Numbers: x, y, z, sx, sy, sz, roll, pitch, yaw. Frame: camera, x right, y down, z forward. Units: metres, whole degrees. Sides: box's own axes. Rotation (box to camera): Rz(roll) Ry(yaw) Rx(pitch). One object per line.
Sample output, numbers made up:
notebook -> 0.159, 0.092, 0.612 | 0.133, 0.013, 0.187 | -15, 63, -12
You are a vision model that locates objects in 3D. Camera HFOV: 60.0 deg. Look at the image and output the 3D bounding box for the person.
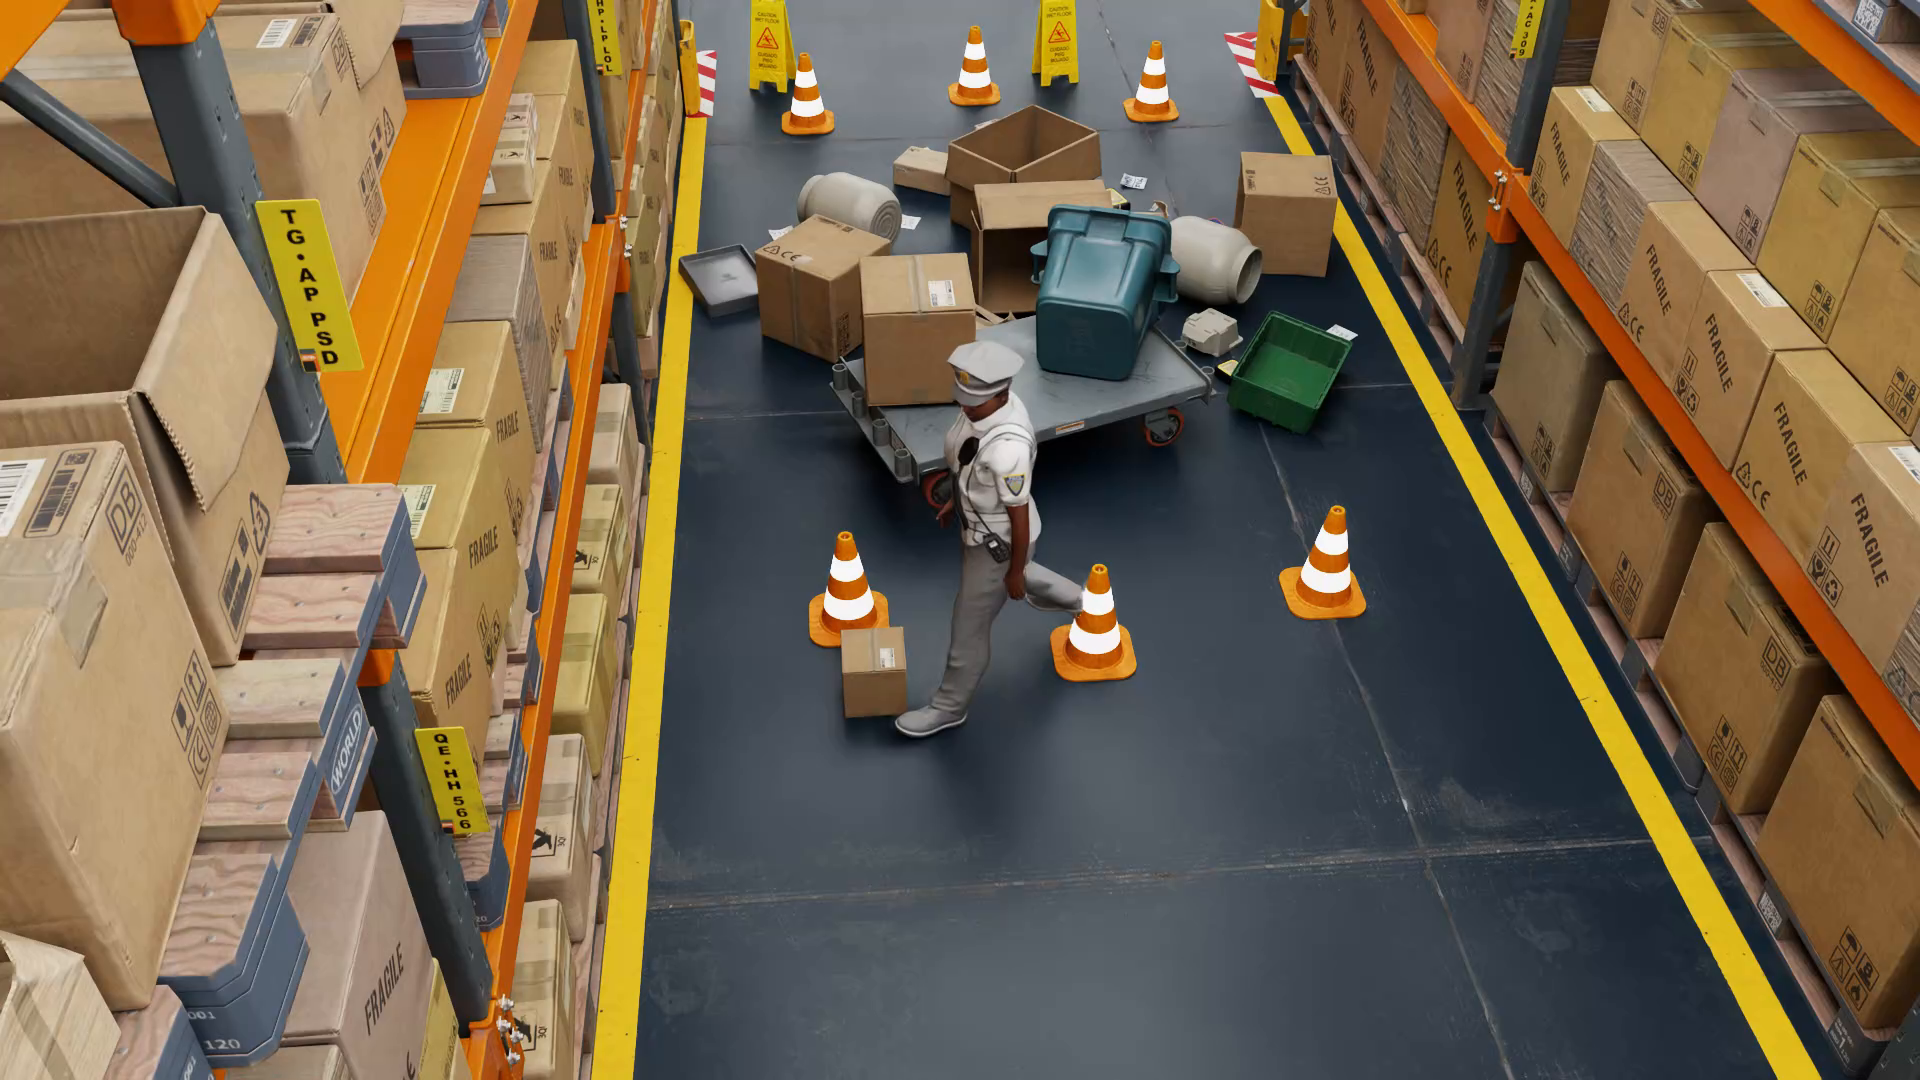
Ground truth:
person -> 0.130, -0.062, 6.241 | 0.834, 1.634, 0.603 | -4, 40, -5
